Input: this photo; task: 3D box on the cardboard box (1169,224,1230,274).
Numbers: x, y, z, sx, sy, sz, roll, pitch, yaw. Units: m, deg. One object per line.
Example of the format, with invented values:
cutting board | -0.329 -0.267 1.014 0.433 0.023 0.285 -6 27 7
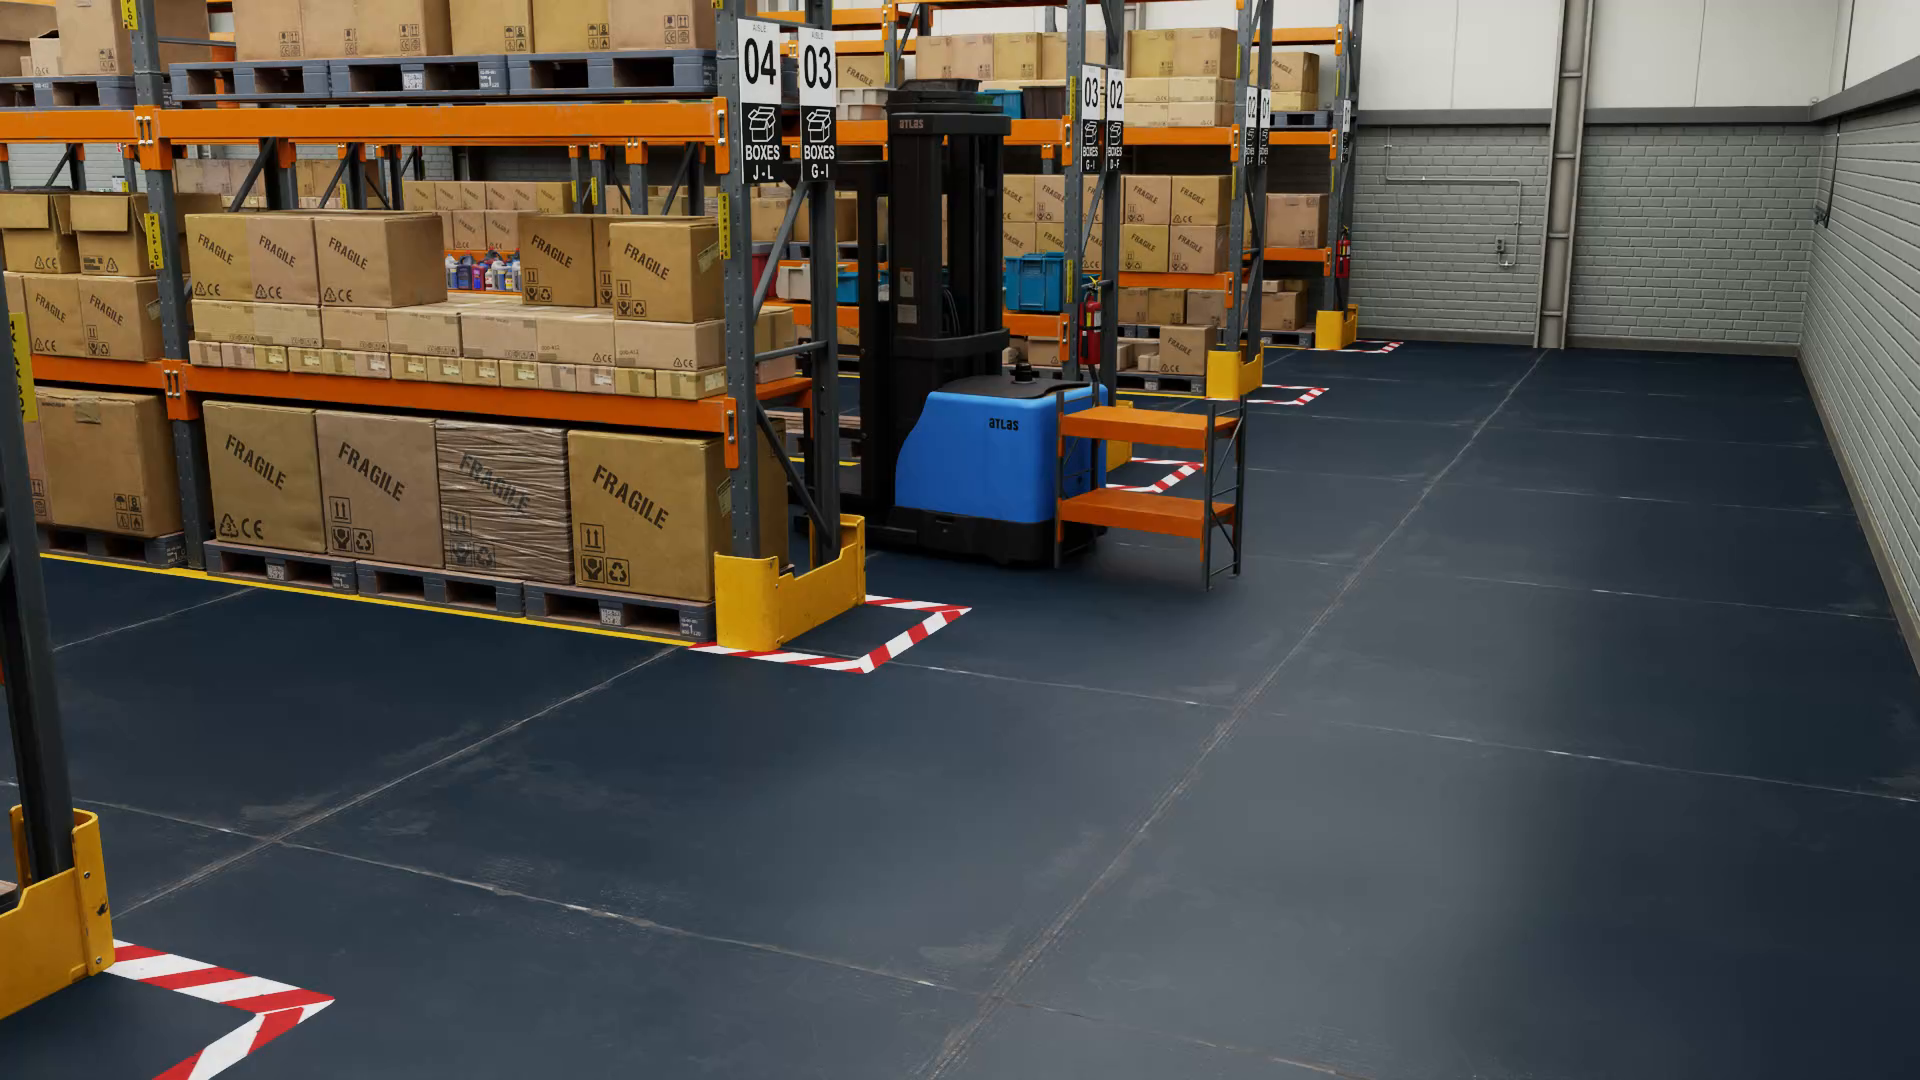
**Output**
cardboard box | 2.550 -3.107 17.713 0.500 0.500 0.500 6 15 25

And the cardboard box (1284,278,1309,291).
cardboard box | 4.587 -3.487 22.680 0.250 0.149 0.380 6 14 24

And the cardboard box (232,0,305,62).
cardboard box | -3.864 -3.078 9.882 0.500 0.500 0.700 5 14 20

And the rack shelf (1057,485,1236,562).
rack shelf | 1.168 -0.113 10.345 1.000 0.278 0.538 8 16 32

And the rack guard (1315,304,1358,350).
rack guard | 5.094 -2.890 22.477 0.348 0.500 1.175 6 14 23

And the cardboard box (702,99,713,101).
cardboard box | -2.891 -5.195 20.042 0.500 0.500 0.910 6 14 23

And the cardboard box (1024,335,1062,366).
cardboard box | 1.132 -2.270 18.866 0.637 0.503 0.797 6 14 23

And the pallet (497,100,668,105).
pallet | -3.354 -3.831 14.861 1.003 0.211 1.213 6 14 23

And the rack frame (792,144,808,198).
rack frame | -2.242 -4.849 25.355 0.127 3.000 1.000 6 14 23

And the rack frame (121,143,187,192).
rack frame | -11.559 -4.555 24.099 0.127 3.000 1.000 6 14 23

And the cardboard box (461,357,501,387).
cardboard box | -2.577 -0.965 9.353 0.250 0.149 0.380 6 14 23

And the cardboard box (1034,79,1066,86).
cardboard box | 1.124 -4.837 17.972 0.500 0.250 0.500 6 14 23

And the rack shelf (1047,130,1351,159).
rack shelf | 3.244 -5.404 22.729 4.000 0.370 1.077 6 14 23

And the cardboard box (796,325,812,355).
cardboard box | -1.604 -2.475 19.744 0.500 0.500 0.500 6 14 23

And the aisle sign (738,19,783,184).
aisle sign | -1.002 -2.202 8.381 0.004 0.787 0.394 6 14 23

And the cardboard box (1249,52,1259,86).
cardboard box | 3.840 -6.174 21.983 0.500 0.500 0.500 6 15 25

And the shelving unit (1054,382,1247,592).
shelving unit | 1.168 -0.351 10.289 1.048 1.125 0.538 8 16 32

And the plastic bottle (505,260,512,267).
plastic bottle | -4.186 -2.459 15.448 0.097 0.271 0.097 0 13 0

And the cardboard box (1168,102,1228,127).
cardboard box | 2.493 -4.454 17.432 0.500 0.250 0.500 6 14 23

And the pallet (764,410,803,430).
pallet | -1.910 -0.993 15.023 1.213 0.211 1.003 6 14 23

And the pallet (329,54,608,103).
pallet | -2.748 -2.602 9.404 1.213 0.211 1.003 6 14 23

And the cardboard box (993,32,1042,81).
cardboard box | 0.732 -5.282 18.226 0.500 0.500 0.700 6 14 23

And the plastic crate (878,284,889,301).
plastic crate | -0.561 -2.052 13.881 0.250 0.136 0.298 6 14 23

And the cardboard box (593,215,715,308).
cardboard box | -1.733 -1.589 9.498 0.500 0.500 0.500 5 14 22

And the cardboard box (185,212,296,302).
cardboard box | -4.269 -1.715 10.032 0.500 0.500 0.500 6 14 23

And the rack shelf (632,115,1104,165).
rack shelf | -0.769 -3.335 13.910 4.000 0.370 1.077 6 14 23

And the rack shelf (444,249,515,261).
rack shelf | -6.074 -3.649 21.815 4.000 0.370 1.077 6 14 23

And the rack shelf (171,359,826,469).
rack shelf | -2.775 -0.840 9.844 4.000 0.370 1.077 6 14 23

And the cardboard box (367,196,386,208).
cardboard box | -8.070 -4.614 22.715 0.250 0.149 0.380 6 14 23

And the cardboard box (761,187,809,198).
cardboard box | -2.676 -5.154 25.470 0.500 0.500 0.700 4 14 17

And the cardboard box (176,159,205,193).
cardboard box | -10.606 -5.137 23.521 0.500 0.500 0.700 5 14 22

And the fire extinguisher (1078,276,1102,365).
fire extinguisher | 1.013 -1.712 12.970 0.183 0.674 0.296 6 14 23

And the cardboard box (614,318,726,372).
cardboard box | -1.497 -1.067 8.912 0.500 0.250 0.500 6 14 22

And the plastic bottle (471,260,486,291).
plastic bottle | -4.449 -2.448 15.379 0.133 0.283 0.061 6 14 23

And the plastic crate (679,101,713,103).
plastic crate | -2.088 -3.791 14.743 0.662 0.188 0.450 6 14 23

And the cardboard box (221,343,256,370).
cardboard box | -4.228 -1.132 10.063 0.250 0.149 0.380 5 14 21

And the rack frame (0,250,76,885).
rack frame | -3.048 0.021 4.598 0.127 3.000 1.000 6 14 23

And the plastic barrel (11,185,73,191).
plastic barrel | -9.681 -3.295 17.635 0.708 0.901 0.600 6 14 23

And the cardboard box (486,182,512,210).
cardboard box | -7.371 -5.594 27.173 0.500 0.500 0.500 5 14 22

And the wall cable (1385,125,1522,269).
wall cable | 6.626 -4.683 22.422 1.851 1.984 0.084 6 14 23

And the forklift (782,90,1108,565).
forklift | -0.526 -1.505 11.253 3.031 2.935 1.130 8 16 32

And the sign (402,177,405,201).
sign | -7.691 -4.824 22.885 0.005 0.325 0.100 6 14 23

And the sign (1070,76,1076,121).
sign | 0.852 -3.333 12.555 0.005 0.325 0.100 6 14 23

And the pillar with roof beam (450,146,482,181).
pillar with roof beam | -10.310 -7.727 24.487 0.400 9.000 9.100 6 14 23

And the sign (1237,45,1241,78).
sign | 2.826 -4.852 16.860 0.005 0.325 0.100 6 14 23

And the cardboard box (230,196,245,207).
cardboard box | -9.883 -4.695 23.060 0.250 0.149 0.380 6 14 24

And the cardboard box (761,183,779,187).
cardboard box | -2.870 -5.480 25.443 0.250 0.149 0.380 3 14 14

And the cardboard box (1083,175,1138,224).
cardboard box | 1.613 -3.687 17.994 0.500 0.500 0.500 6 15 25

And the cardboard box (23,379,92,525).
cardboard box | -6.014 -0.683 11.332 0.875 0.875 1.225 5 14 21

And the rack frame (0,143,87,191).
rack frame | -9.912 -3.150 18.114 0.127 3.000 1.000 6 14 23

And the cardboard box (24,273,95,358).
cardboard box | -5.592 -1.458 10.682 0.500 0.500 0.500 6 15 25
